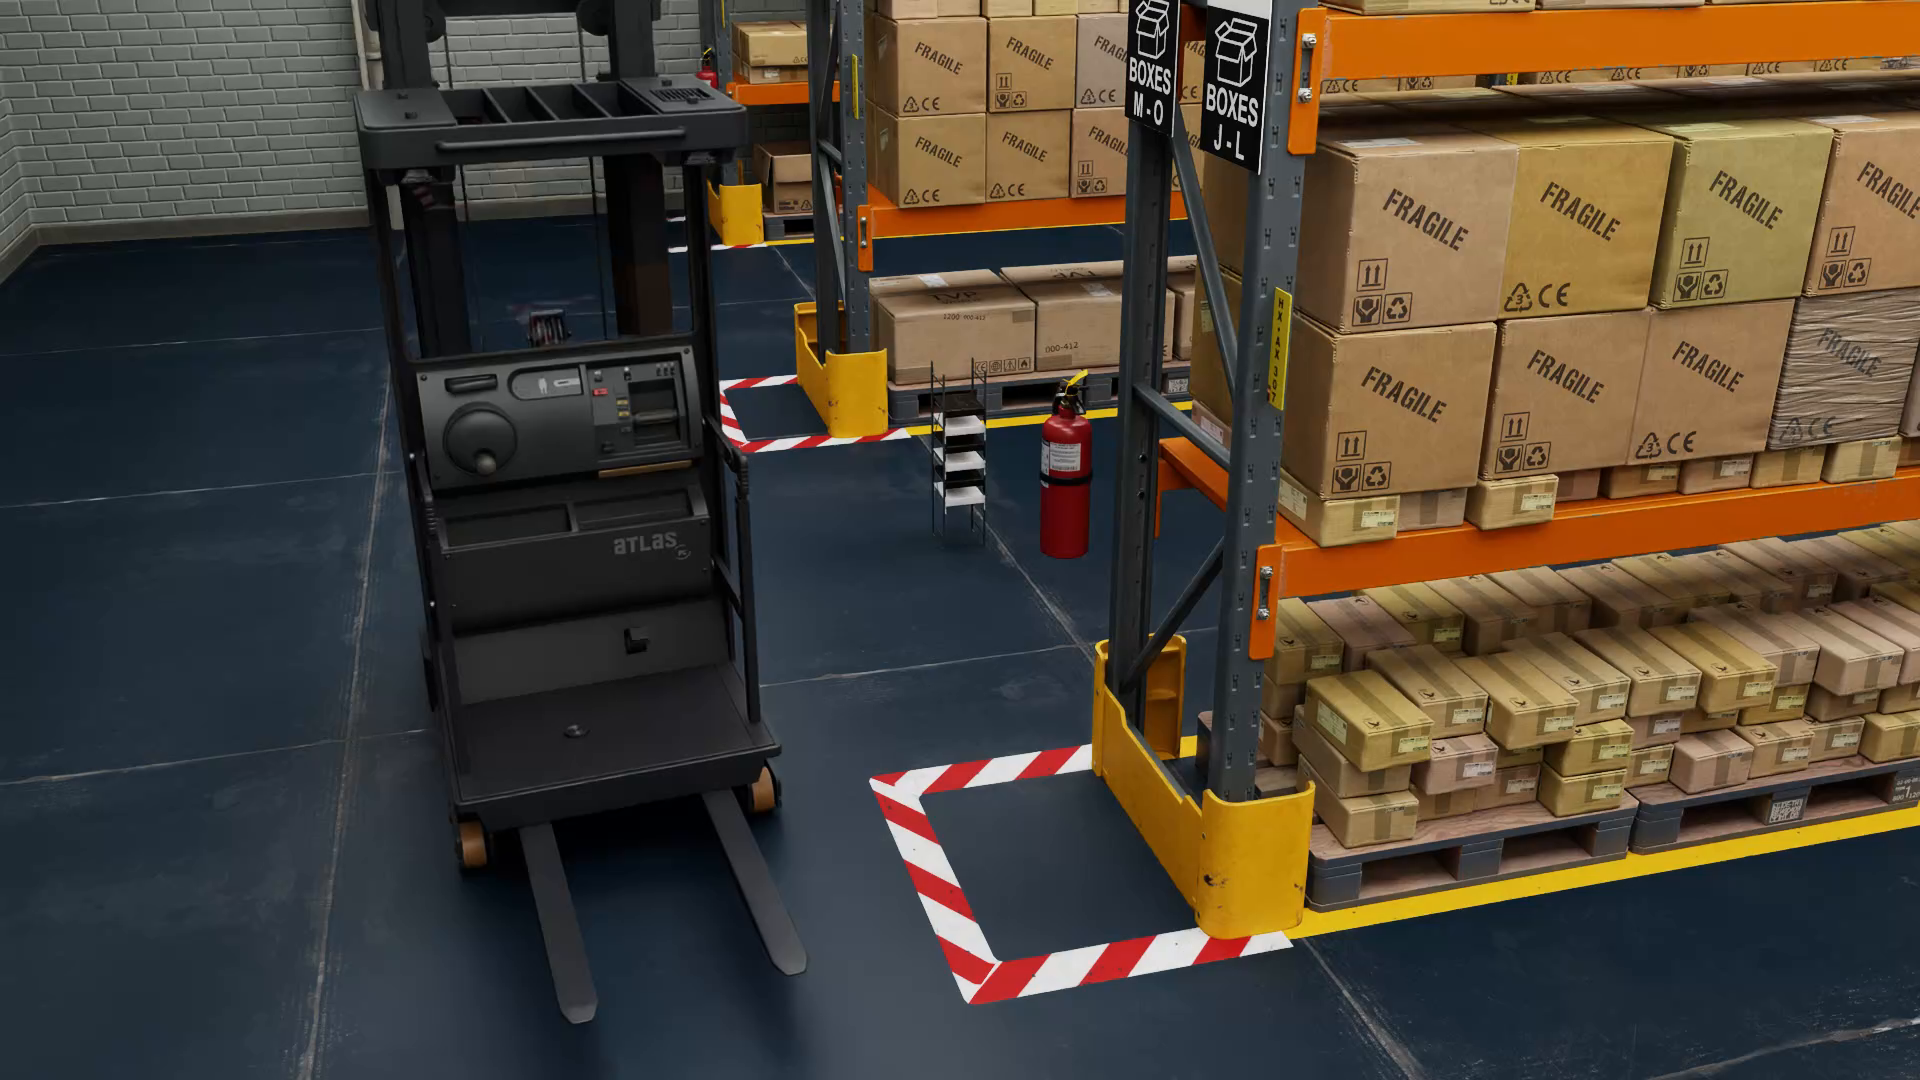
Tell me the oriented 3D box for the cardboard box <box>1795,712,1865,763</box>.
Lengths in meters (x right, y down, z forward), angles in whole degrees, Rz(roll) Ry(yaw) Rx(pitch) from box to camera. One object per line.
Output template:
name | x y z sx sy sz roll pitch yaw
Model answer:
cardboard box | 3.029 0.642 6.033 0.250 0.149 0.380 -6 24 -13

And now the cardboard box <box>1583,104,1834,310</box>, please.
cardboard box | 2.224 -1.025 5.063 0.500 0.500 0.500 -7 24 -16

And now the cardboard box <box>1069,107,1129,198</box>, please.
cardboard box | 0.808 -2.301 9.682 0.500 0.500 0.500 -6 24 -15

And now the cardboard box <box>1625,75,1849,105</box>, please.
cardboard box | 2.597 -1.288 5.677 0.500 0.500 0.500 -7 24 -16

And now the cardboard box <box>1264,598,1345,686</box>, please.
cardboard box | 1.170 0.358 5.939 0.250 0.149 0.380 -6 24 -14

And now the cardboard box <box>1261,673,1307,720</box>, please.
cardboard box | 1.160 0.483 6.026 0.250 0.149 0.380 -7 24 -16

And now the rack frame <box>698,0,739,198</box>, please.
rack frame | -2.050 -4.085 13.967 0.127 3.000 1.000 -6 24 -14

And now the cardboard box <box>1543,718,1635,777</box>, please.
cardboard box | 2.070 0.636 5.670 0.250 0.149 0.380 -6 24 -13

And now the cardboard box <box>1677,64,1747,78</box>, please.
cardboard box | 4.613 -3.188 10.480 0.500 0.500 0.500 -7 24 -16

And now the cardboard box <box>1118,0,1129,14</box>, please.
cardboard box | 0.964 -3.070 9.384 0.250 0.149 0.380 -6 24 -14

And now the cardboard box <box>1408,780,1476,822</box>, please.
cardboard box | 1.550 0.791 5.685 0.250 0.149 0.380 -6 24 -15

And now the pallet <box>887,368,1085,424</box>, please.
pallet | 0.043 -1.035 10.394 1.213 0.211 1.003 -6 24 -14

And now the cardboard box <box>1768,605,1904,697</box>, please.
cardboard box | 3.072 0.388 5.869 0.250 0.149 0.380 -7 24 -16

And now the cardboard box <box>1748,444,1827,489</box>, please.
cardboard box | 2.618 -0.313 5.494 0.250 0.149 0.380 -5 24 -12

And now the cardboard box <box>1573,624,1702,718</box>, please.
cardboard box | 2.321 0.447 5.732 0.250 0.149 0.380 -5 24 -12

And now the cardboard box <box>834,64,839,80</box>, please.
cardboard box | -1.183 -3.987 14.056 0.250 0.149 0.380 -7 24 -15

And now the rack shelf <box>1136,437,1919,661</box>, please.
rack shelf | 2.655 -0.215 5.860 4.000 0.370 1.077 -6 24 -14

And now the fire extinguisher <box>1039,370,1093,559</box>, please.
fire extinguisher | 0.362 -0.274 5.656 0.183 0.674 0.296 -6 24 -14

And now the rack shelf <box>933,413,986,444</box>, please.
rack shelf | -0.008 -0.547 8.013 0.200 0.077 0.258 -6 24 -14

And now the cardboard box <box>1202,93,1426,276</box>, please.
cardboard box | 1.102 -1.118 5.280 0.500 0.500 0.500 -7 24 -15

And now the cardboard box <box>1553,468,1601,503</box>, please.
cardboard box | 1.849 -0.258 5.366 0.250 0.149 0.380 -5 24 -12

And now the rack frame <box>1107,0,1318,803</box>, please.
rack frame | 0.729 -0.333 5.222 0.127 3.000 1.000 -6 24 -14

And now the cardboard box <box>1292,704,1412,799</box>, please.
cardboard box | 1.303 0.689 5.545 0.250 0.149 0.380 -5 24 -12

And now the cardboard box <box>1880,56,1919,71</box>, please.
cardboard box | 6.078 -3.347 10.851 0.500 0.500 0.500 -6 24 -13

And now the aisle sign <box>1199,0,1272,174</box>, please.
aisle sign | 0.740 -1.406 4.425 0.004 0.787 0.394 -6 24 -14

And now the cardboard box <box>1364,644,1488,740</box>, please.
cardboard box | 1.558 0.509 5.588 0.250 0.149 0.380 -6 24 -13

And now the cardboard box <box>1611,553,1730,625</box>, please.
cardboard box | 2.681 0.200 6.309 0.250 0.149 0.380 -6 24 -14

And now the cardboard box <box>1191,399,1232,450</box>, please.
cardboard box | 0.967 -0.359 5.602 0.250 0.149 0.380 -6 24 -14

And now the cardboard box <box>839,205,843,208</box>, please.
cardboard box | -1.016 -3.028 14.586 0.250 0.149 0.380 -7 24 -16

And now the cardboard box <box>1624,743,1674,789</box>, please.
cardboard box | 2.283 0.713 5.867 0.250 0.149 0.380 -6 24 -14

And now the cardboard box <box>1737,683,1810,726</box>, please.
cardboard box | 2.812 0.502 5.982 0.250 0.149 0.380 -5 24 -12

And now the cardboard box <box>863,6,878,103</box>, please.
cardboard box | -0.306 -2.849 9.690 0.500 0.500 0.500 -6 24 -13

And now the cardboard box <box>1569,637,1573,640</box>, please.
cardboard box | 2.155 0.367 6.296 0.250 0.149 0.380 -6 24 -14

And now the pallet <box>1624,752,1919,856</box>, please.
pallet | 2.766 0.739 6.260 1.213 0.211 1.003 -6 24 -14

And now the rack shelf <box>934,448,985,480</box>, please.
rack shelf | -0.008 -0.382 8.084 0.200 0.077 0.258 -6 24 -14

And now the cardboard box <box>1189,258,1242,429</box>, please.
cardboard box | 1.092 -0.661 5.482 0.500 0.500 0.500 -6 24 -13

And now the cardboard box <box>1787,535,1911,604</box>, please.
cardboard box | 3.436 0.132 6.467 0.250 0.149 0.380 -7 24 -16

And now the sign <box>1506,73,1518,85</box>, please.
sign | 3.297 -2.851 9.892 0.005 0.325 0.100 -6 24 -14

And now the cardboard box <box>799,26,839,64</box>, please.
cardboard box | -1.055 -4.153 13.938 0.500 0.250 0.500 -6 24 -14

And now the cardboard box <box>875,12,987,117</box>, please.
cardboard box | -0.166 -2.650 9.227 0.500 0.500 0.500 -7 24 -16

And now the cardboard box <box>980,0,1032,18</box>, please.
cardboard box | 0.226 -2.977 9.166 0.250 0.149 0.380 -6 24 -13

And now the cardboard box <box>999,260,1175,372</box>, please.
cardboard box | 0.782 -1.426 10.486 0.875 0.438 0.875 -6 24 -13

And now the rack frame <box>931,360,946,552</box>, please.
rack frame | -0.106 -0.402 8.045 0.006 0.900 0.240 -6 24 -14

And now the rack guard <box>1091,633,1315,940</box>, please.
rack guard | 0.802 0.808 5.733 0.348 0.500 1.175 -6 24 -14

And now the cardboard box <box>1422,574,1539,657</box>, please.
cardboard box | 1.909 0.274 6.136 0.250 0.149 0.380 -7 24 -16

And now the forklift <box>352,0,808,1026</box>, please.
forklift | -1.282 -0.414 5.497 1.130 2.935 3.031 -8 25 -19

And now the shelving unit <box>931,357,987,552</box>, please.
shelving unit | -0.008 -0.413 8.071 0.210 0.900 0.258 -6 24 -14

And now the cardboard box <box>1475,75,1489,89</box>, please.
cardboard box | 3.505 -2.927 10.825 0.500 0.250 0.500 -6 24 -14

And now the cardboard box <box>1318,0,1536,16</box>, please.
cardboard box | 1.230 -1.593 4.545 0.500 0.250 0.500 -5 24 -12

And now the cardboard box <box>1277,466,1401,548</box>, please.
cardboard box | 1.129 -0.127 5.061 0.250 0.149 0.380 -7 24 -15

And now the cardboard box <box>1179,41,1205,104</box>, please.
cardboard box | 1.303 -2.819 9.620 0.500 0.500 0.500 -6 24 -14

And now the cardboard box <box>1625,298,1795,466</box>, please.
cardboard box | 2.219 -0.572 5.276 0.500 0.500 0.500 -6 24 -14
